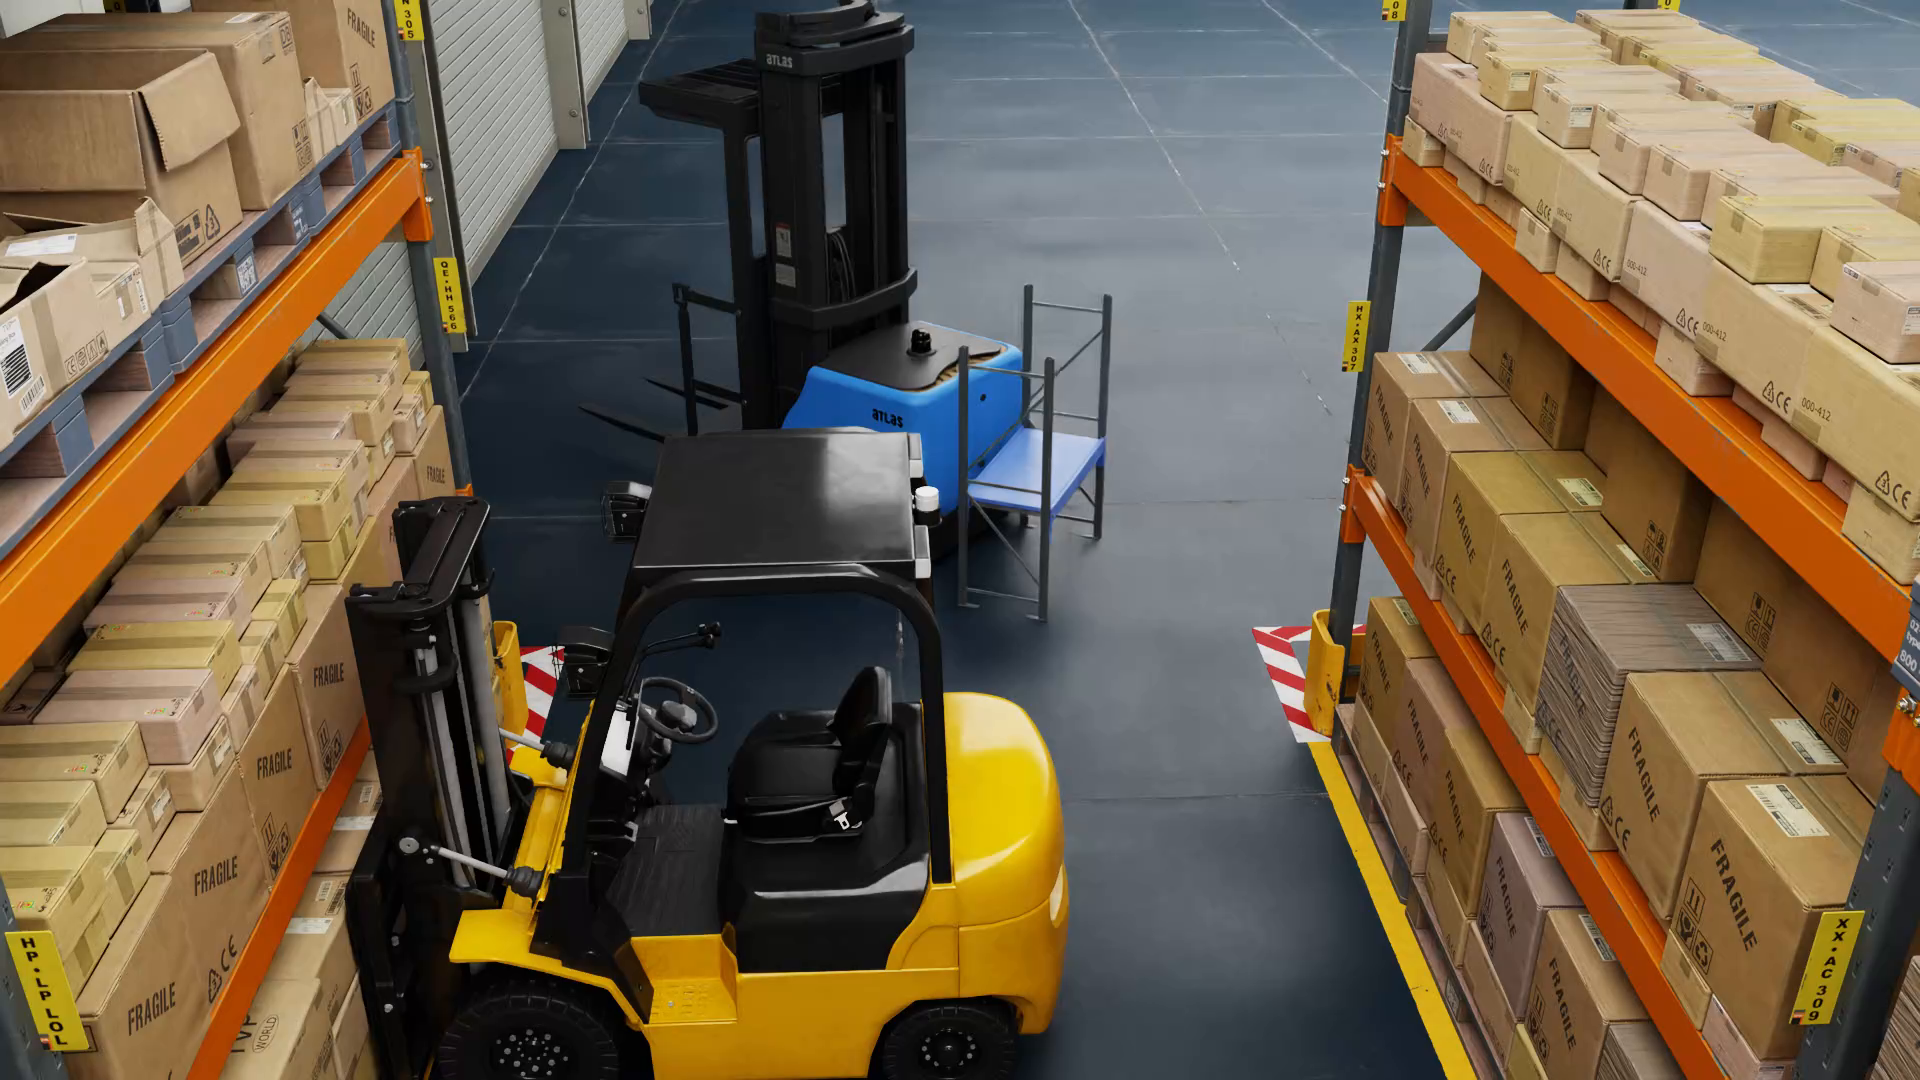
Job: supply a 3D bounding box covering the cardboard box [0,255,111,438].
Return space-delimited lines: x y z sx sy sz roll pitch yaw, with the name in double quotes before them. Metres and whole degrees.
"cardboard box" -2.270 -0.461 3.680 0.500 0.311 0.500 -1 28 -2

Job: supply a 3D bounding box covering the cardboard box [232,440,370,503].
"cardboard box" -2.302 -0.233 5.821 0.380 0.149 0.250 -1 28 -1

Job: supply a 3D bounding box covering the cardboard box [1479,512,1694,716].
"cardboard box" 2.118 0.240 5.617 0.500 0.500 0.500 -2 28 -4

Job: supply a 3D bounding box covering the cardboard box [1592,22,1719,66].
"cardboard box" 2.565 -1.822 6.165 0.380 0.149 0.250 -1 28 -2

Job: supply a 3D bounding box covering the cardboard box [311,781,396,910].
"cardboard box" -2.256 1.100 5.835 0.500 0.250 0.500 -2 28 -4

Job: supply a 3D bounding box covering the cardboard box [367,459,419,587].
"cardboard box" -2.373 0.019 6.361 0.500 0.500 0.500 -1 28 -1

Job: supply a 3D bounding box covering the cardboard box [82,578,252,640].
"cardboard box" -2.337 0.239 4.917 0.380 0.149 0.250 -1 28 -3

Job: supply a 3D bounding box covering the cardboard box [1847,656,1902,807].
"cardboard box" 2.680 0.501 4.035 0.700 0.500 0.500 -2 28 -3

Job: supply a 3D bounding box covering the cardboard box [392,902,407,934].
"cardboard box" -2.256 1.332 5.930 0.500 0.250 0.500 -1 28 -3

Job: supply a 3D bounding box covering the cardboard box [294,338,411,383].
"cardboard box" -2.450 -0.700 6.718 0.380 0.149 0.250 -1 28 -3

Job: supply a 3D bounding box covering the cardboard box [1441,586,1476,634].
"cardboard box" 2.063 0.232 6.332 0.380 0.149 0.250 -1 28 -1

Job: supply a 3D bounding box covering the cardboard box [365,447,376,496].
"cardboard box" -2.384 -0.222 6.123 0.380 0.149 0.250 -2 28 -3

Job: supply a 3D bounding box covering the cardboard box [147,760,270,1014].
"cardboard box" -2.277 0.955 4.568 0.500 0.500 0.500 -1 28 -2

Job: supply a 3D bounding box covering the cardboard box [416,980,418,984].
"cardboard box" -2.256 1.546 6.062 0.500 0.250 0.500 -1 28 -1

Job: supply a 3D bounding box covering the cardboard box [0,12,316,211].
"cardboard box" -2.459 -1.328 5.138 0.700 0.500 0.500 -1 28 -2

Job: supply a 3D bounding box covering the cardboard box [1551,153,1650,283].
"cardboard box" 2.113 -0.967 4.958 0.500 0.250 0.500 -1 28 -2

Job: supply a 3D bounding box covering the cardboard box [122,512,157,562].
"cardboard box" -2.823 0.014 5.347 0.380 0.149 0.250 -1 28 -2

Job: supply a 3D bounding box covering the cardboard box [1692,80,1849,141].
"cardboard box" 2.552 -1.351 5.263 0.380 0.149 0.250 -2 28 -4

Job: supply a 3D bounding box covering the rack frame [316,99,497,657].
"rack frame" -2.679 -0.397 7.268 1.000 3.000 0.127 -1 28 -3

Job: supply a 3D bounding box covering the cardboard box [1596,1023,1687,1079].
"cardboard box" 2.187 1.762 4.836 0.500 0.500 0.500 -2 28 -3

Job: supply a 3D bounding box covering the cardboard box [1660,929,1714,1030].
"cardboard box" 2.145 1.184 4.508 0.380 0.149 0.250 -1 28 -1

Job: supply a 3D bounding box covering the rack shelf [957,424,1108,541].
"rack shelf" 0.413 -0.332 9.154 0.538 0.185 1.000 10 29 18

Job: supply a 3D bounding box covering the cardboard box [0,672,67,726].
"cardboard box" -2.769 0.503 4.732 0.380 0.149 0.250 0 28 -1

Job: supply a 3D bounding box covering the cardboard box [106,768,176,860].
"cardboard box" -2.281 0.726 4.306 0.380 0.149 0.250 -1 28 -3

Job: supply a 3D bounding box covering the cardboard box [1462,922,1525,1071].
"cardboard box" 2.127 1.614 5.930 0.500 0.250 0.500 -1 28 -2

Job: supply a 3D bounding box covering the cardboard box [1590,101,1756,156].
"cardboard box" 2.141 -1.218 5.008 0.380 0.149 0.250 -1 28 -2

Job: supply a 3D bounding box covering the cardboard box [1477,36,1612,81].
"cardboard box" 2.073 -1.689 5.910 0.380 0.149 0.250 -1 28 -3

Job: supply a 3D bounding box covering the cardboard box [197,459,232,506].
"cardboard box" -2.884 -0.211 6.102 0.380 0.149 0.250 -2 28 -4

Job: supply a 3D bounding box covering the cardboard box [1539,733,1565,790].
"cardboard box" 2.125 0.711 5.415 0.380 0.149 0.250 -2 28 -4

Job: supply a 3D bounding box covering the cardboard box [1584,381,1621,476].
"cardboard box" 2.671 -0.441 5.840 0.700 0.500 0.500 -2 28 -3

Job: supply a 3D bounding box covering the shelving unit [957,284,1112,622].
"shelving unit" 0.413 -0.492 9.071 0.538 1.500 1.048 10 29 18

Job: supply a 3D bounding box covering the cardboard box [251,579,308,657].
"cardboard box" -2.285 0.250 5.217 0.380 0.149 0.250 -2 28 -4

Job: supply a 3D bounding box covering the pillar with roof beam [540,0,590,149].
"pillar with roof beam" 0.130 -8.359 16.047 9.100 9.000 0.400 -1 28 -3

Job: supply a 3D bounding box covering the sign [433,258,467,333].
"sign" -2.137 -1.022 6.958 0.100 0.325 0.005 -1 28 -3

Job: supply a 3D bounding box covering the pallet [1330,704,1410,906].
"pallet" 2.289 1.129 7.357 1.003 0.211 1.213 -1 28 -3

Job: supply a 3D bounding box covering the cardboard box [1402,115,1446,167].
"cardboard box" 1.971 -1.576 6.556 0.380 0.149 0.250 -1 28 -3

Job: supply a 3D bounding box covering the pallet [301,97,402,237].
"pallet" -2.668 -1.361 5.967 1.003 0.211 1.213 -1 28 -3

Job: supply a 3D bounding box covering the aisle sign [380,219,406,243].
"aisle sign" -2.389 -1.587 6.738 0.394 0.787 0.004 -1 28 -3

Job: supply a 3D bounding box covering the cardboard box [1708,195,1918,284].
"cardboard box" 2.093 -0.742 4.094 0.380 0.149 0.250 -1 28 -1

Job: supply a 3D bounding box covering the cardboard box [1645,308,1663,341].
"cardboard box" 2.197 -0.626 4.734 0.380 0.149 0.250 -1 28 -2

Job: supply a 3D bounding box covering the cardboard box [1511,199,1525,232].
"cardboard box" 2.109 -1.098 5.639 0.380 0.149 0.250 -2 28 -4

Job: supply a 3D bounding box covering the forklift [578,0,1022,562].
"forklift" -1.112 -1.691 9.823 3.031 2.935 1.130 19 33 32

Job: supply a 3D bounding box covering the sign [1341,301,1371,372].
"sign" 1.736 -0.889 7.275 0.100 0.325 0.005 -1 28 -3

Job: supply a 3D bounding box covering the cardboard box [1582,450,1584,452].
"cardboard box" 2.603 -0.219 6.497 0.500 0.500 0.500 -1 28 -3

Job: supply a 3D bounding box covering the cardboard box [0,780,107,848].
"cardboard box" -2.312 0.714 4.006 0.380 0.149 0.250 -1 28 -2

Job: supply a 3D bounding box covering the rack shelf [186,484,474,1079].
"rack shelf" -2.575 0.846 5.663 1.077 0.370 4.000 -1 28 -3

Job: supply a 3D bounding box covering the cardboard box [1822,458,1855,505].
"cardboard box" 2.240 -0.147 3.816 0.380 0.149 0.250 -1 28 -2

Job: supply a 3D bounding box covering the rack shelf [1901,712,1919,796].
"rack shelf" 2.591 1.241 1.661 1.077 0.370 4.000 -1 28 -3

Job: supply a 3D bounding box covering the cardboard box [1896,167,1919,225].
"cardboard box" 2.698 -0.874 4.347 0.380 0.149 0.250 -2 28 -4

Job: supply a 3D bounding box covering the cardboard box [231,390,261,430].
"cardboard box" -2.867 -0.457 6.252 0.380 0.149 0.250 -1 28 -2

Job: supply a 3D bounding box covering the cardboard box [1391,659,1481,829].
"cardboard box" 2.077 0.813 6.655 0.500 0.500 0.500 -2 28 -5
